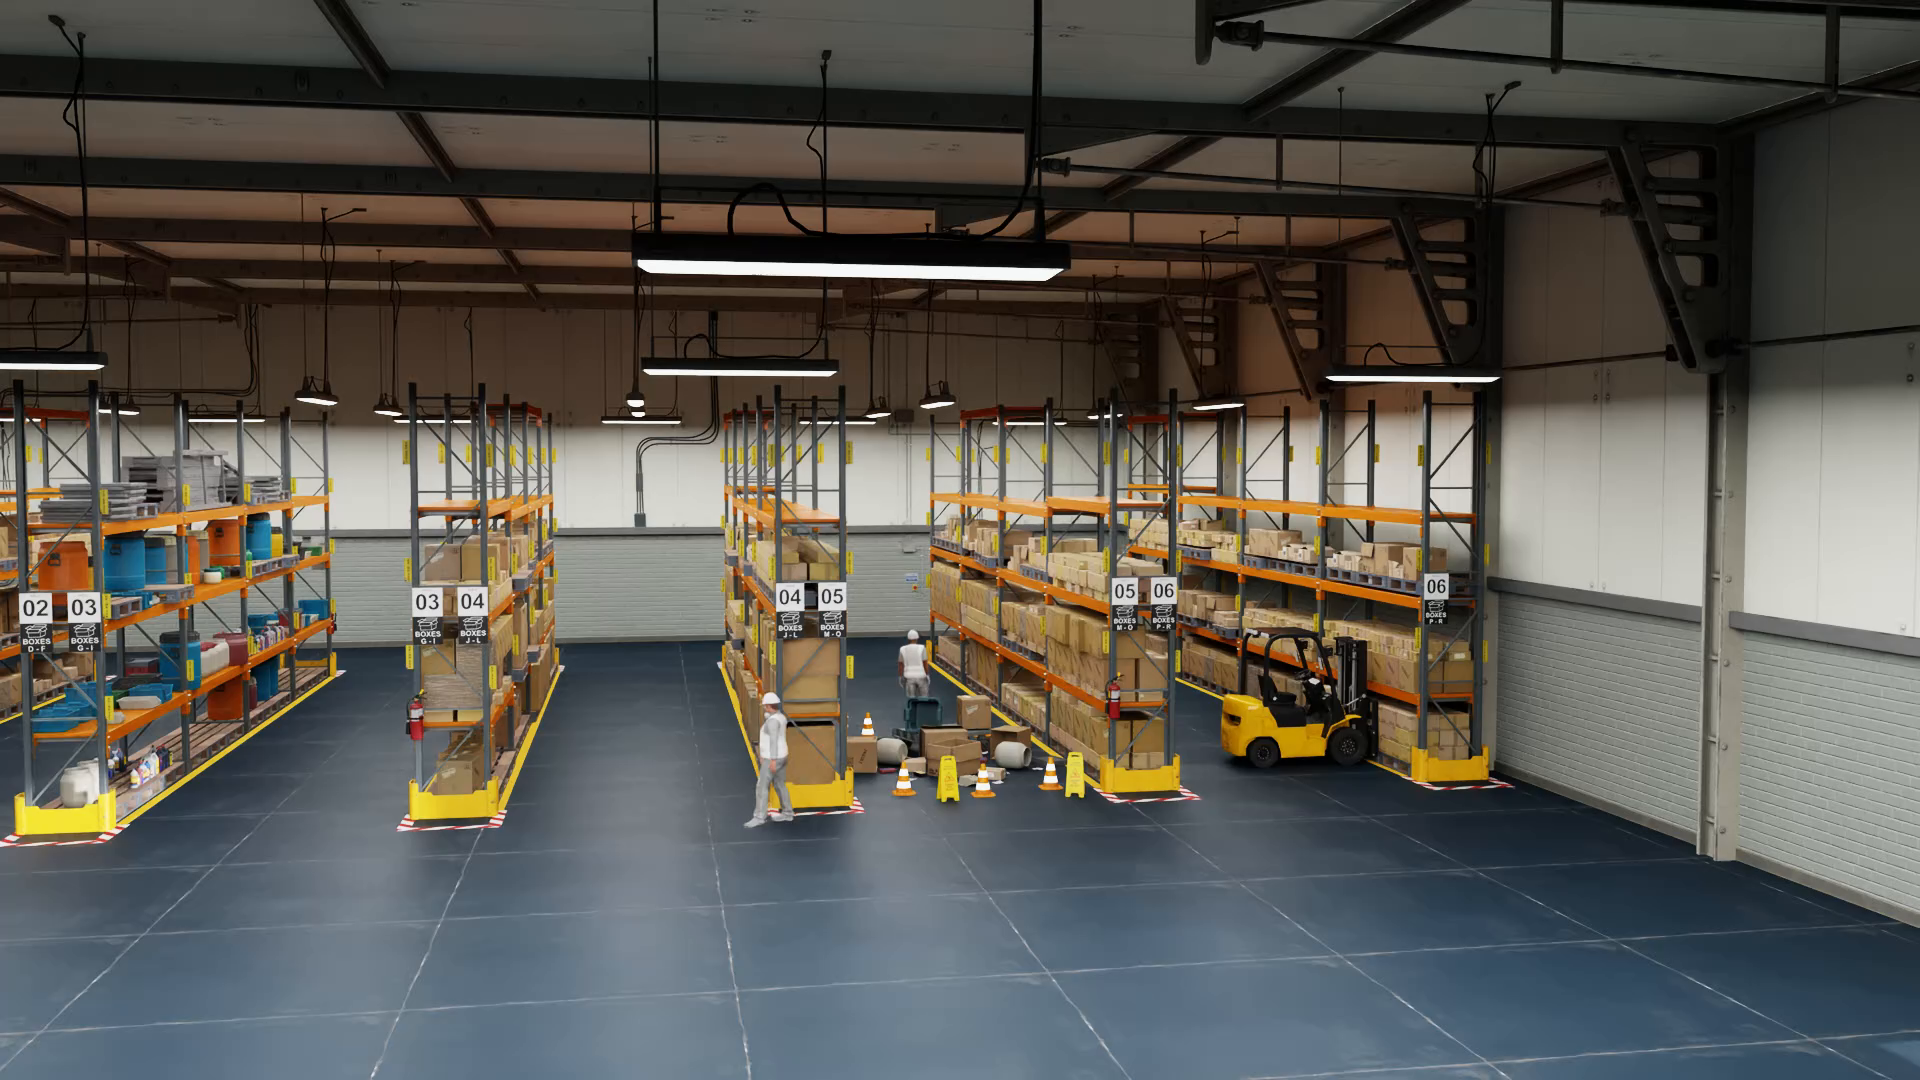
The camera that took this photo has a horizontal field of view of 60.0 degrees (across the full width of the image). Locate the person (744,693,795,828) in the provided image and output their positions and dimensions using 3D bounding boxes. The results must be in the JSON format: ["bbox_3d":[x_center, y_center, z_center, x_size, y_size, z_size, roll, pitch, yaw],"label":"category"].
[{"bbox_3d":[-2.568,2.977,22.632,0.611,1.782,0.639,1,3,11],"label":"person"}]

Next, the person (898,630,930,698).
[{"bbox_3d":[-0.847,2.542,30.715,0.587,1.766,0.496,0,3,2],"label":"person"}]
